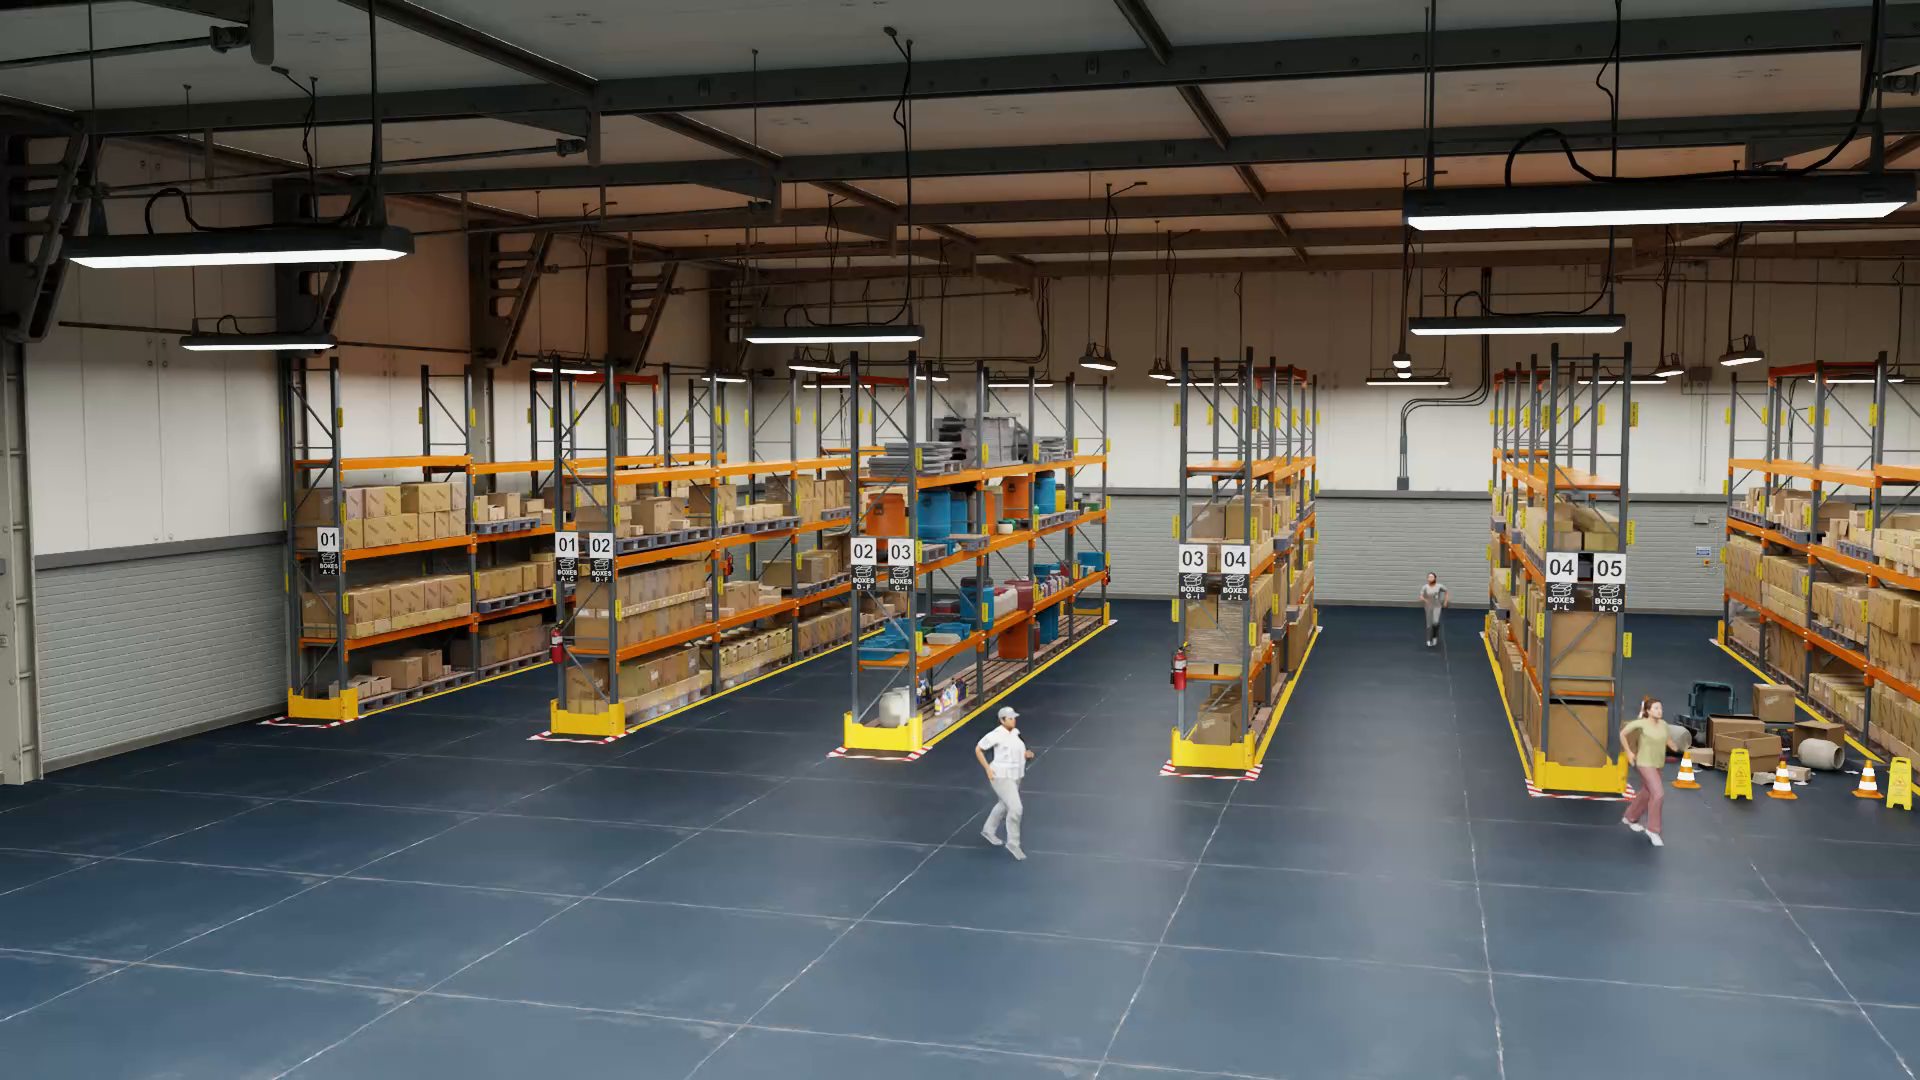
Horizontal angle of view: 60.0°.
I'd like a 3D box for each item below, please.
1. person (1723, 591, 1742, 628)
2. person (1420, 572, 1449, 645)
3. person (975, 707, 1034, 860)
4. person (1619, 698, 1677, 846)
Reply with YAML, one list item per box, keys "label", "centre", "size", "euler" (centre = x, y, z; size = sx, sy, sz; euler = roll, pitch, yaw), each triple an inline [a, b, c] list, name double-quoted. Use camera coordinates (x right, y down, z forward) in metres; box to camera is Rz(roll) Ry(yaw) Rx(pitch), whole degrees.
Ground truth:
- label: "person"
  centre: [17.704, 1.386, 37.842]
  size: [0.643, 1.709, 0.682]
  euler: [2, 5, 28]
- label: "person"
  centre: [10.319, 1.510, 36.210]
  size: [0.577, 1.617, 0.796]
  euler: [2, 5, 24]
- label: "person"
  centre: [0.519, 2.773, 19.115]
  size: [0.764, 1.729, 0.579]
  euler: [3, 5, 34]
- label: "person"
  centre: [8.194, 2.725, 19.785]
  size: [0.562, 1.724, 0.744]
  euler: [-2, 5, -25]
